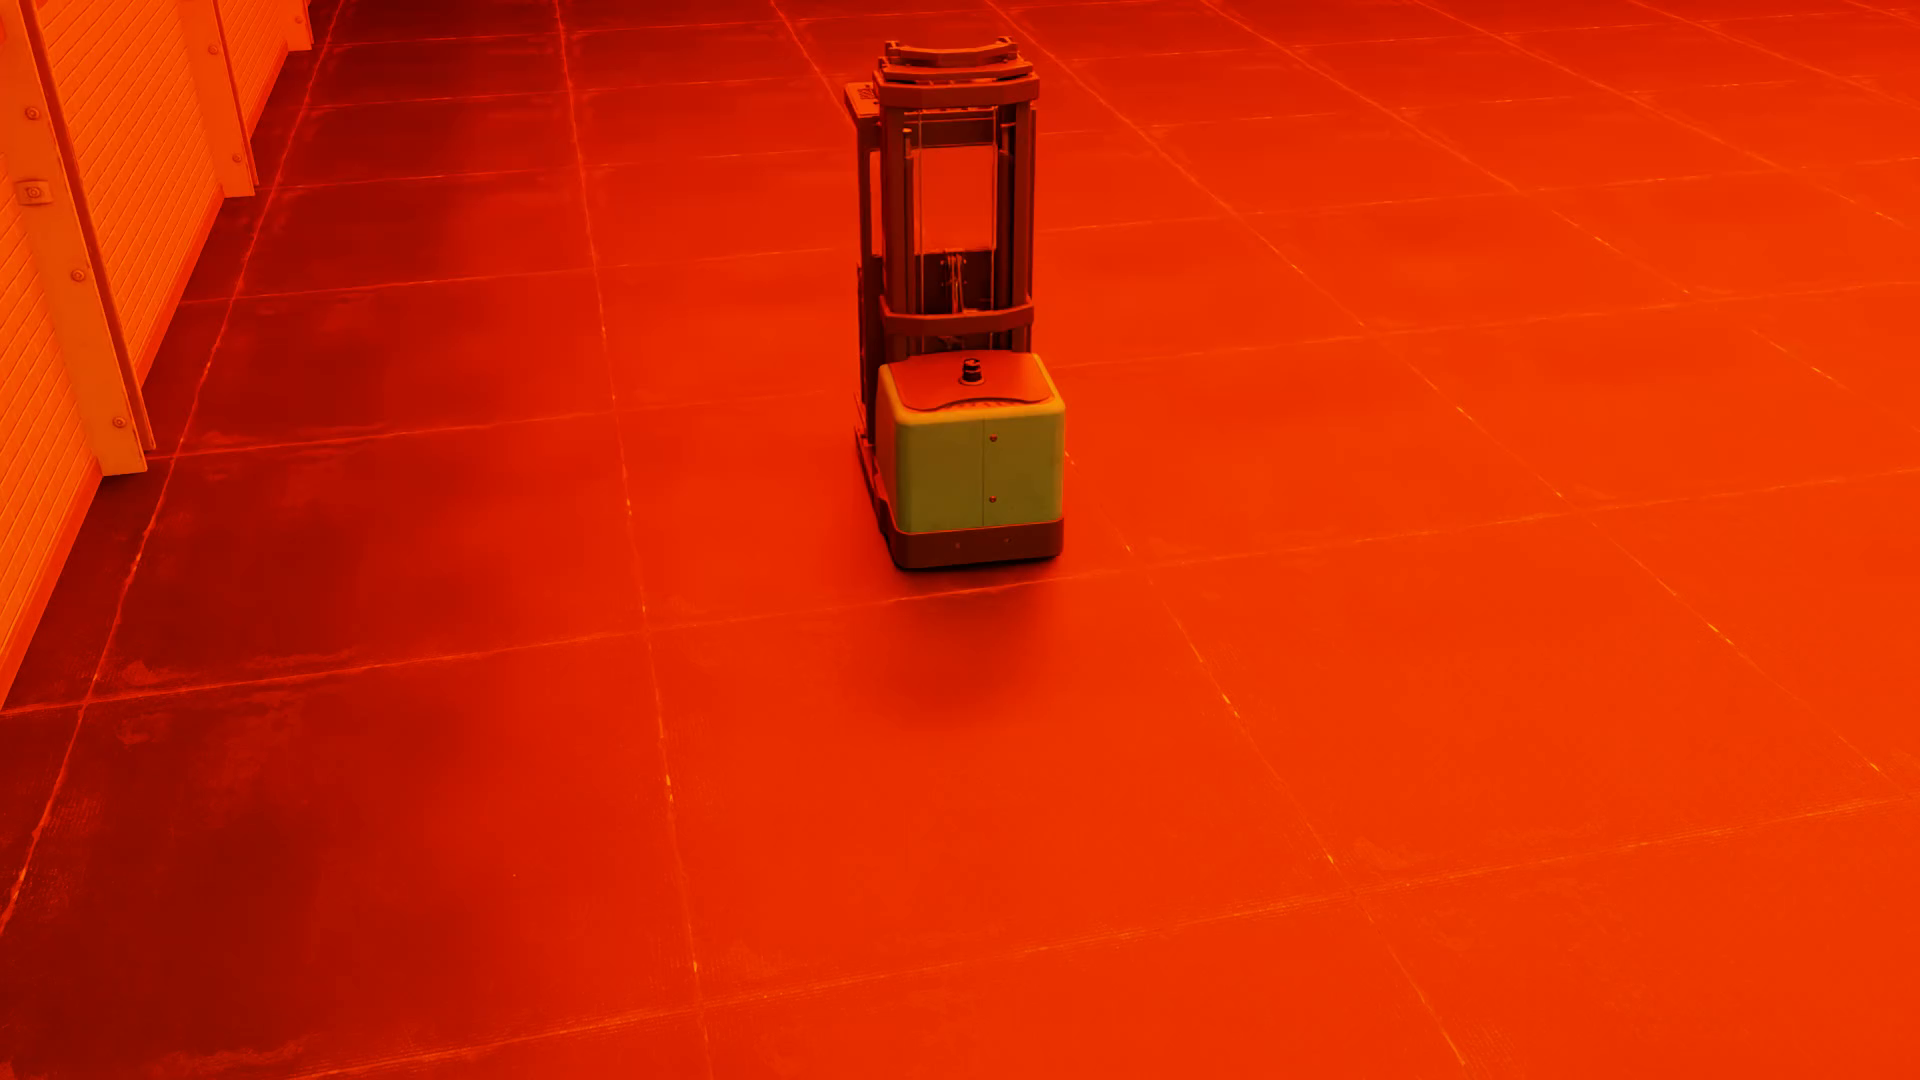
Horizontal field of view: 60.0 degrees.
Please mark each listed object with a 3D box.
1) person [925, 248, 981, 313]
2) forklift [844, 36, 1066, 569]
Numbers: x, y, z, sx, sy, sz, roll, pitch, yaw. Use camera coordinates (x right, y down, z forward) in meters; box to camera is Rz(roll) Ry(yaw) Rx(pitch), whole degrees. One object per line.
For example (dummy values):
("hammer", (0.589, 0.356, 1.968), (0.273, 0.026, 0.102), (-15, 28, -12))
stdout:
("person", (-0.042, -1.315, 11.153), (0.912, 1.429, 0.842), (19, 35, 29))
("forklift", (-0.125, -1.817, 10.714), (1.130, 2.935, 3.031), (-5, 30, -9))
